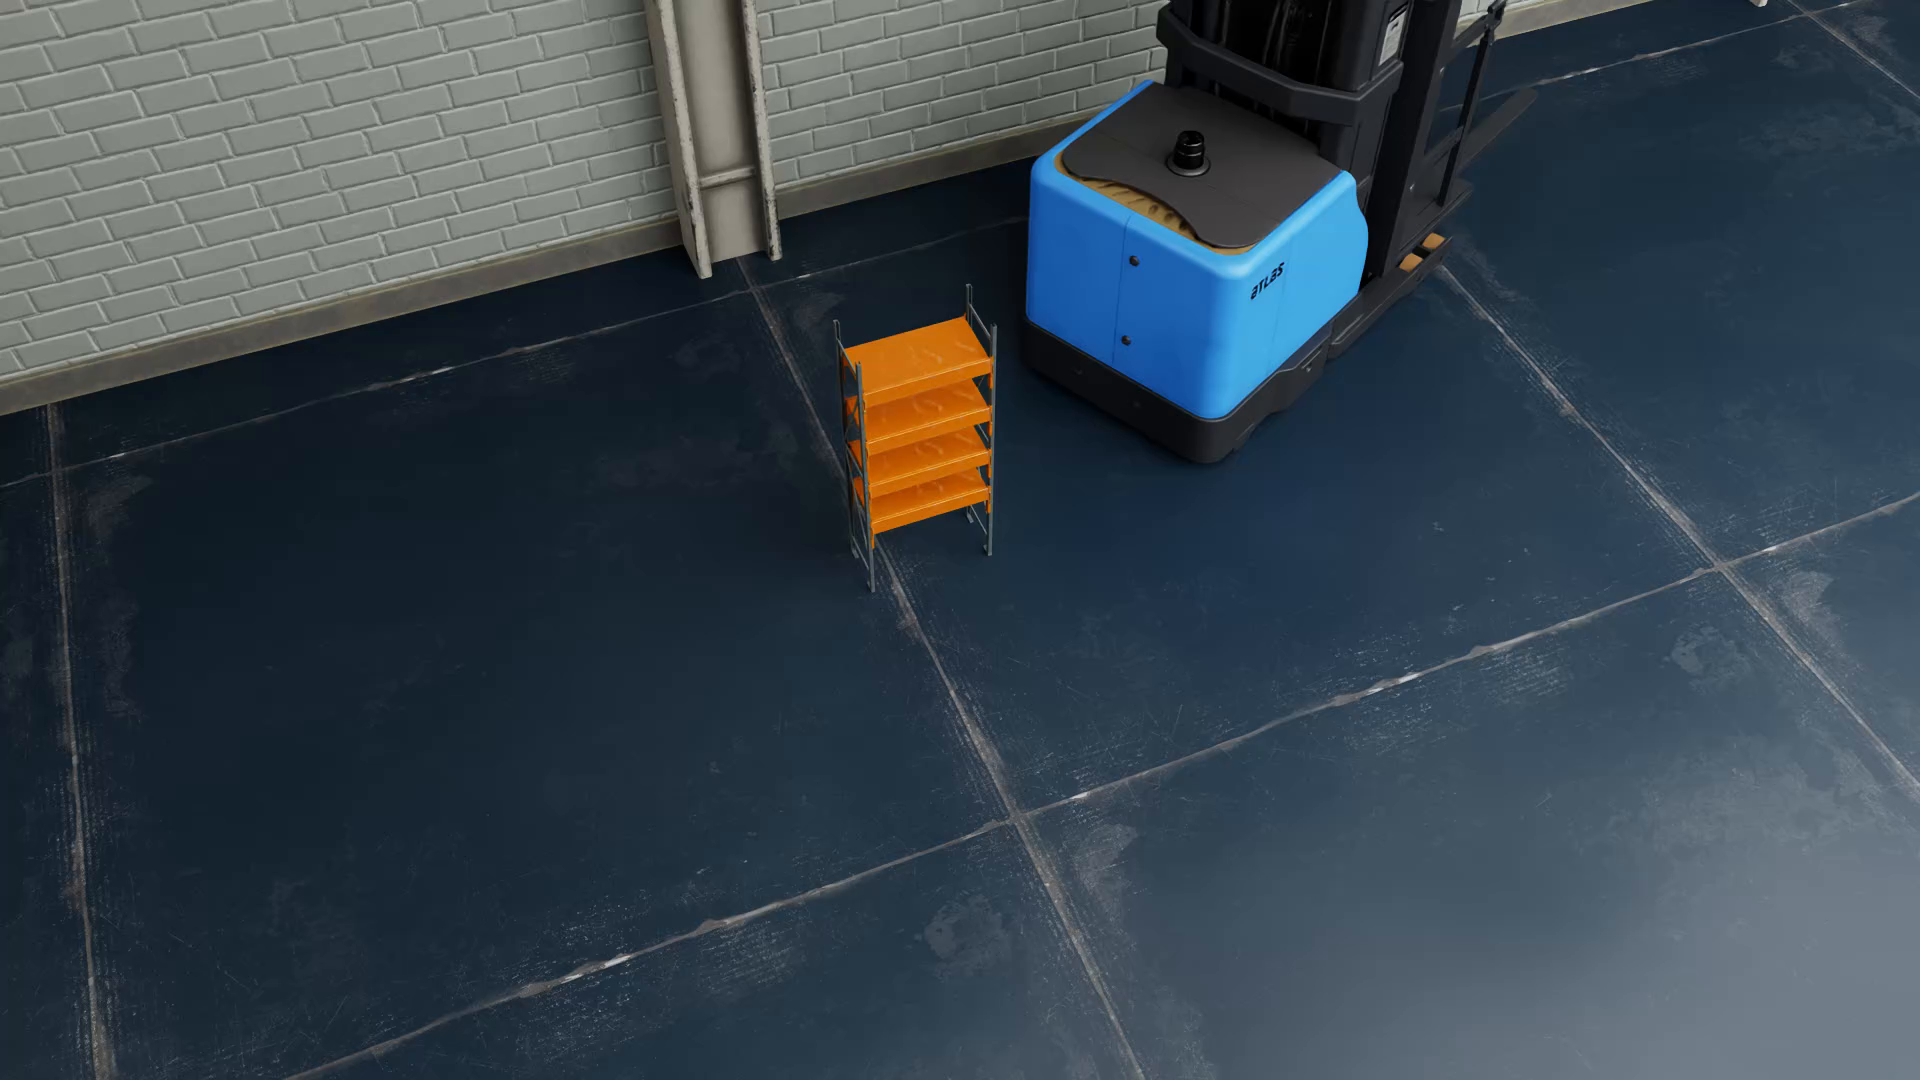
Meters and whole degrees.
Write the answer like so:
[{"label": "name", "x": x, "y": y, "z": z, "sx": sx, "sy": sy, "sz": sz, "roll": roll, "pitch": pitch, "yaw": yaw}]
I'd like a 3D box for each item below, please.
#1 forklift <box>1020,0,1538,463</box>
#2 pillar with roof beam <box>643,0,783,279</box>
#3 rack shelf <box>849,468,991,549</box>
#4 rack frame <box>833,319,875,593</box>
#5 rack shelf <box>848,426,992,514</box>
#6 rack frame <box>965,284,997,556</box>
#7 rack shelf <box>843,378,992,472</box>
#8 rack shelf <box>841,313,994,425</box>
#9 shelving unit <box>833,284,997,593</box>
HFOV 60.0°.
[{"label": "forklift", "x": 1.604, "y": -2.315, "z": 6.647, "sx": 1.130, "sy": 2.935, "sz": 3.031, "roll": 33, "pitch": 57, "yaw": 25}, {"label": "pillar with roof beam", "x": 0.564, "y": -1.268, "z": 1.748, "sx": 0.400, "sy": 9.000, "sz": 9.100, "roll": -17, "pitch": 52, "yaw": -14}, {"label": "rack shelf", "x": -0.153, "y": -0.170, "z": 6.296, "sx": 0.480, "sy": 0.148, "sz": 0.258, "roll": -17, "pitch": 52, "yaw": -14}, {"label": "rack frame", "x": -0.379, "y": -0.273, "z": 6.035, "sx": 0.015, "sy": 1.200, "sz": 0.240, "roll": -17, "pitch": 52, "yaw": -14}, {"label": "rack shelf", "x": -0.153, "y": -0.300, "z": 6.146, "sx": 0.480, "sy": 0.148, "sz": 0.258, "roll": -17, "pitch": 52, "yaw": -14}, {"label": "rack frame", "x": 0.073, "y": -0.413, "z": 6.155, "sx": 0.015, "sy": 1.200, "sz": 0.240, "roll": -17, "pitch": 52, "yaw": -14}, {"label": "rack shelf", "x": -0.153, "y": -0.445, "z": 5.976, "sx": 0.480, "sy": 0.148, "sz": 0.258, "roll": -17, "pitch": 52, "yaw": -14}, {"label": "rack shelf", "x": -0.153, "y": -0.599, "z": 5.797, "sx": 0.480, "sy": 0.148, "sz": 0.258, "roll": -17, "pitch": 52, "yaw": -14}, {"label": "shelving unit", "x": -0.153, "y": -0.343, "z": 6.095, "sx": 0.503, "sy": 1.200, "sz": 0.258, "roll": -17, "pitch": 52, "yaw": -14}]
